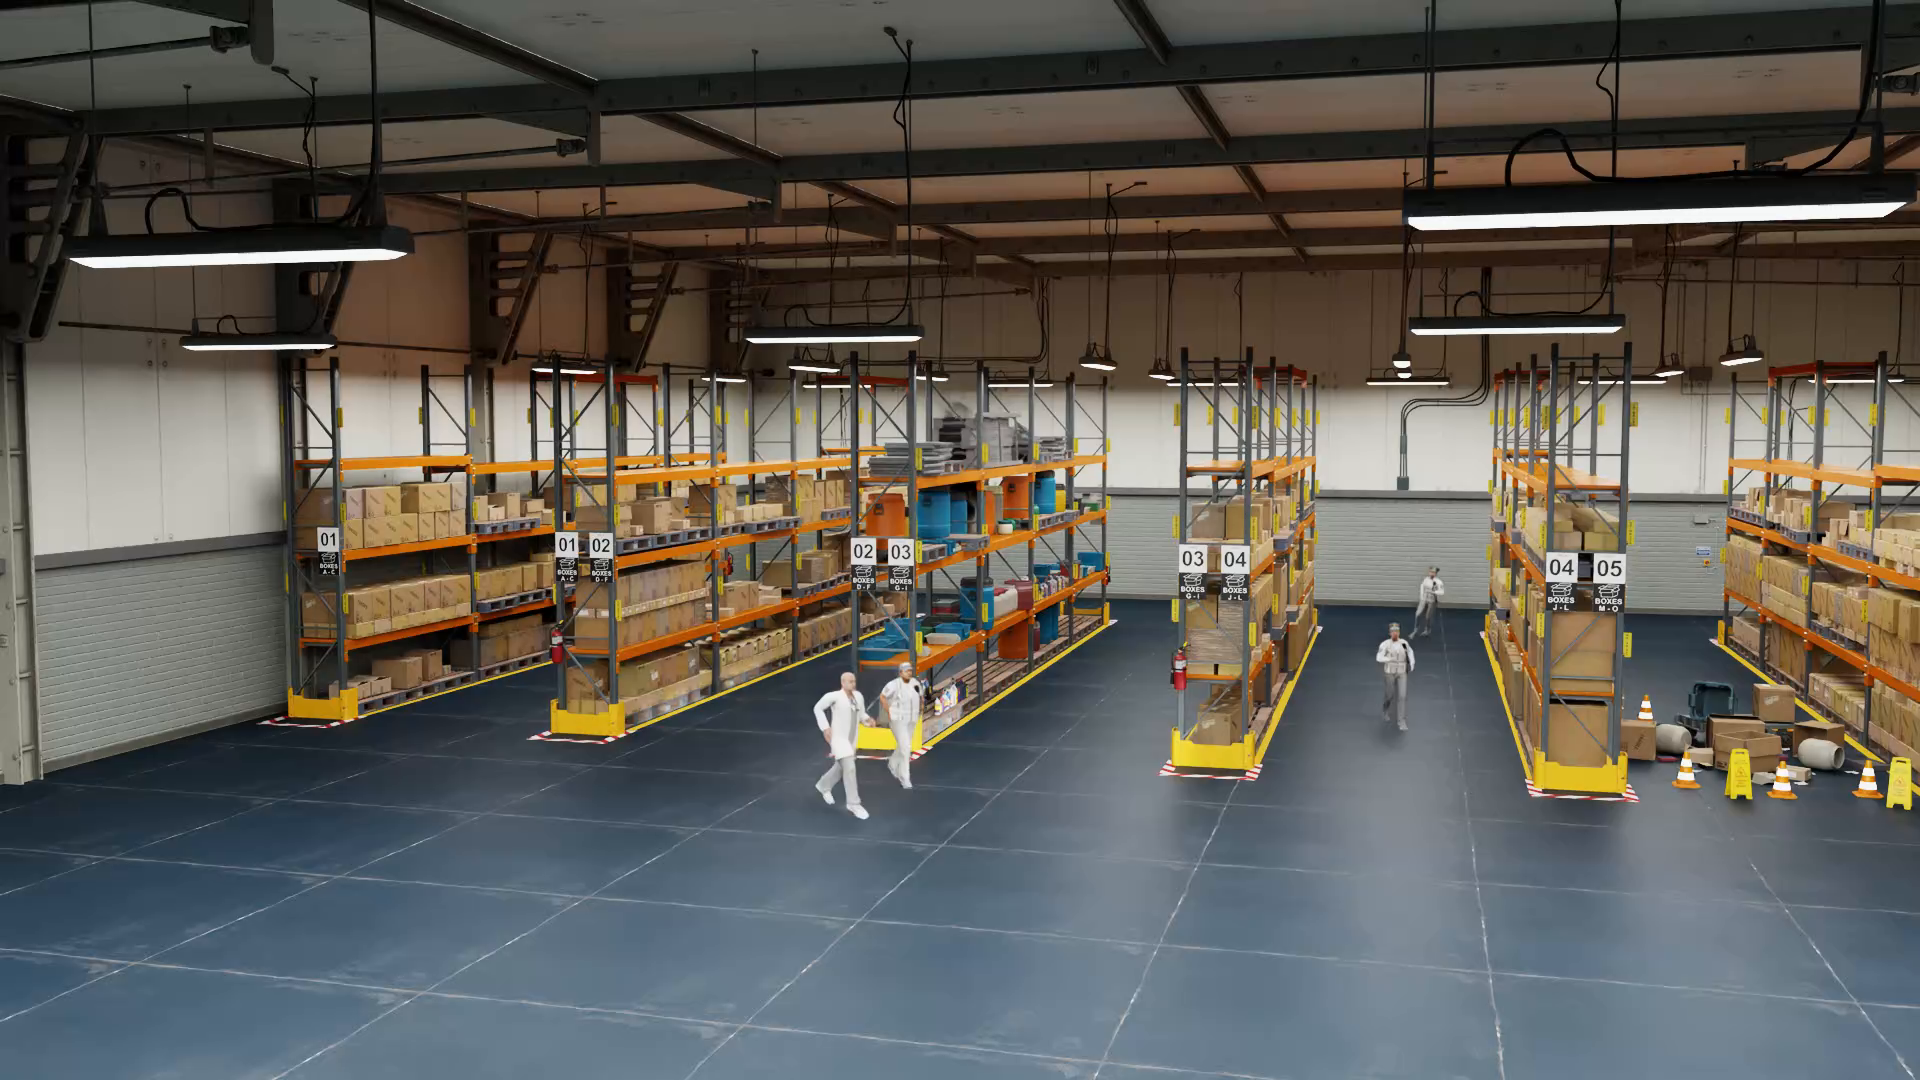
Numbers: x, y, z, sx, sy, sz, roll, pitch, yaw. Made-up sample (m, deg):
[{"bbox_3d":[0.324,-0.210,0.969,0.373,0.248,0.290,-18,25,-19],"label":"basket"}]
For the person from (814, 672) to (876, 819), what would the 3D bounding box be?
[{"bbox_3d":[-1.501,2.563,21.142,1.036,1.802,0.651,3,5,39],"label":"person"}]

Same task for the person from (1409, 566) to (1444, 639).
[{"bbox_3d":[10.631,1.407,37.722,0.660,1.656,0.733,3,5,36],"label":"person"}]

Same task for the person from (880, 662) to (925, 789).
[{"bbox_3d":[-0.781,2.505,22.787,0.598,1.717,0.782,-3,5,-37],"label":"person"}]

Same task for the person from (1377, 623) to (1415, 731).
[{"bbox_3d":[7.047,2.166,26.867,0.624,1.668,0.997,0,4,6],"label":"person"}]
